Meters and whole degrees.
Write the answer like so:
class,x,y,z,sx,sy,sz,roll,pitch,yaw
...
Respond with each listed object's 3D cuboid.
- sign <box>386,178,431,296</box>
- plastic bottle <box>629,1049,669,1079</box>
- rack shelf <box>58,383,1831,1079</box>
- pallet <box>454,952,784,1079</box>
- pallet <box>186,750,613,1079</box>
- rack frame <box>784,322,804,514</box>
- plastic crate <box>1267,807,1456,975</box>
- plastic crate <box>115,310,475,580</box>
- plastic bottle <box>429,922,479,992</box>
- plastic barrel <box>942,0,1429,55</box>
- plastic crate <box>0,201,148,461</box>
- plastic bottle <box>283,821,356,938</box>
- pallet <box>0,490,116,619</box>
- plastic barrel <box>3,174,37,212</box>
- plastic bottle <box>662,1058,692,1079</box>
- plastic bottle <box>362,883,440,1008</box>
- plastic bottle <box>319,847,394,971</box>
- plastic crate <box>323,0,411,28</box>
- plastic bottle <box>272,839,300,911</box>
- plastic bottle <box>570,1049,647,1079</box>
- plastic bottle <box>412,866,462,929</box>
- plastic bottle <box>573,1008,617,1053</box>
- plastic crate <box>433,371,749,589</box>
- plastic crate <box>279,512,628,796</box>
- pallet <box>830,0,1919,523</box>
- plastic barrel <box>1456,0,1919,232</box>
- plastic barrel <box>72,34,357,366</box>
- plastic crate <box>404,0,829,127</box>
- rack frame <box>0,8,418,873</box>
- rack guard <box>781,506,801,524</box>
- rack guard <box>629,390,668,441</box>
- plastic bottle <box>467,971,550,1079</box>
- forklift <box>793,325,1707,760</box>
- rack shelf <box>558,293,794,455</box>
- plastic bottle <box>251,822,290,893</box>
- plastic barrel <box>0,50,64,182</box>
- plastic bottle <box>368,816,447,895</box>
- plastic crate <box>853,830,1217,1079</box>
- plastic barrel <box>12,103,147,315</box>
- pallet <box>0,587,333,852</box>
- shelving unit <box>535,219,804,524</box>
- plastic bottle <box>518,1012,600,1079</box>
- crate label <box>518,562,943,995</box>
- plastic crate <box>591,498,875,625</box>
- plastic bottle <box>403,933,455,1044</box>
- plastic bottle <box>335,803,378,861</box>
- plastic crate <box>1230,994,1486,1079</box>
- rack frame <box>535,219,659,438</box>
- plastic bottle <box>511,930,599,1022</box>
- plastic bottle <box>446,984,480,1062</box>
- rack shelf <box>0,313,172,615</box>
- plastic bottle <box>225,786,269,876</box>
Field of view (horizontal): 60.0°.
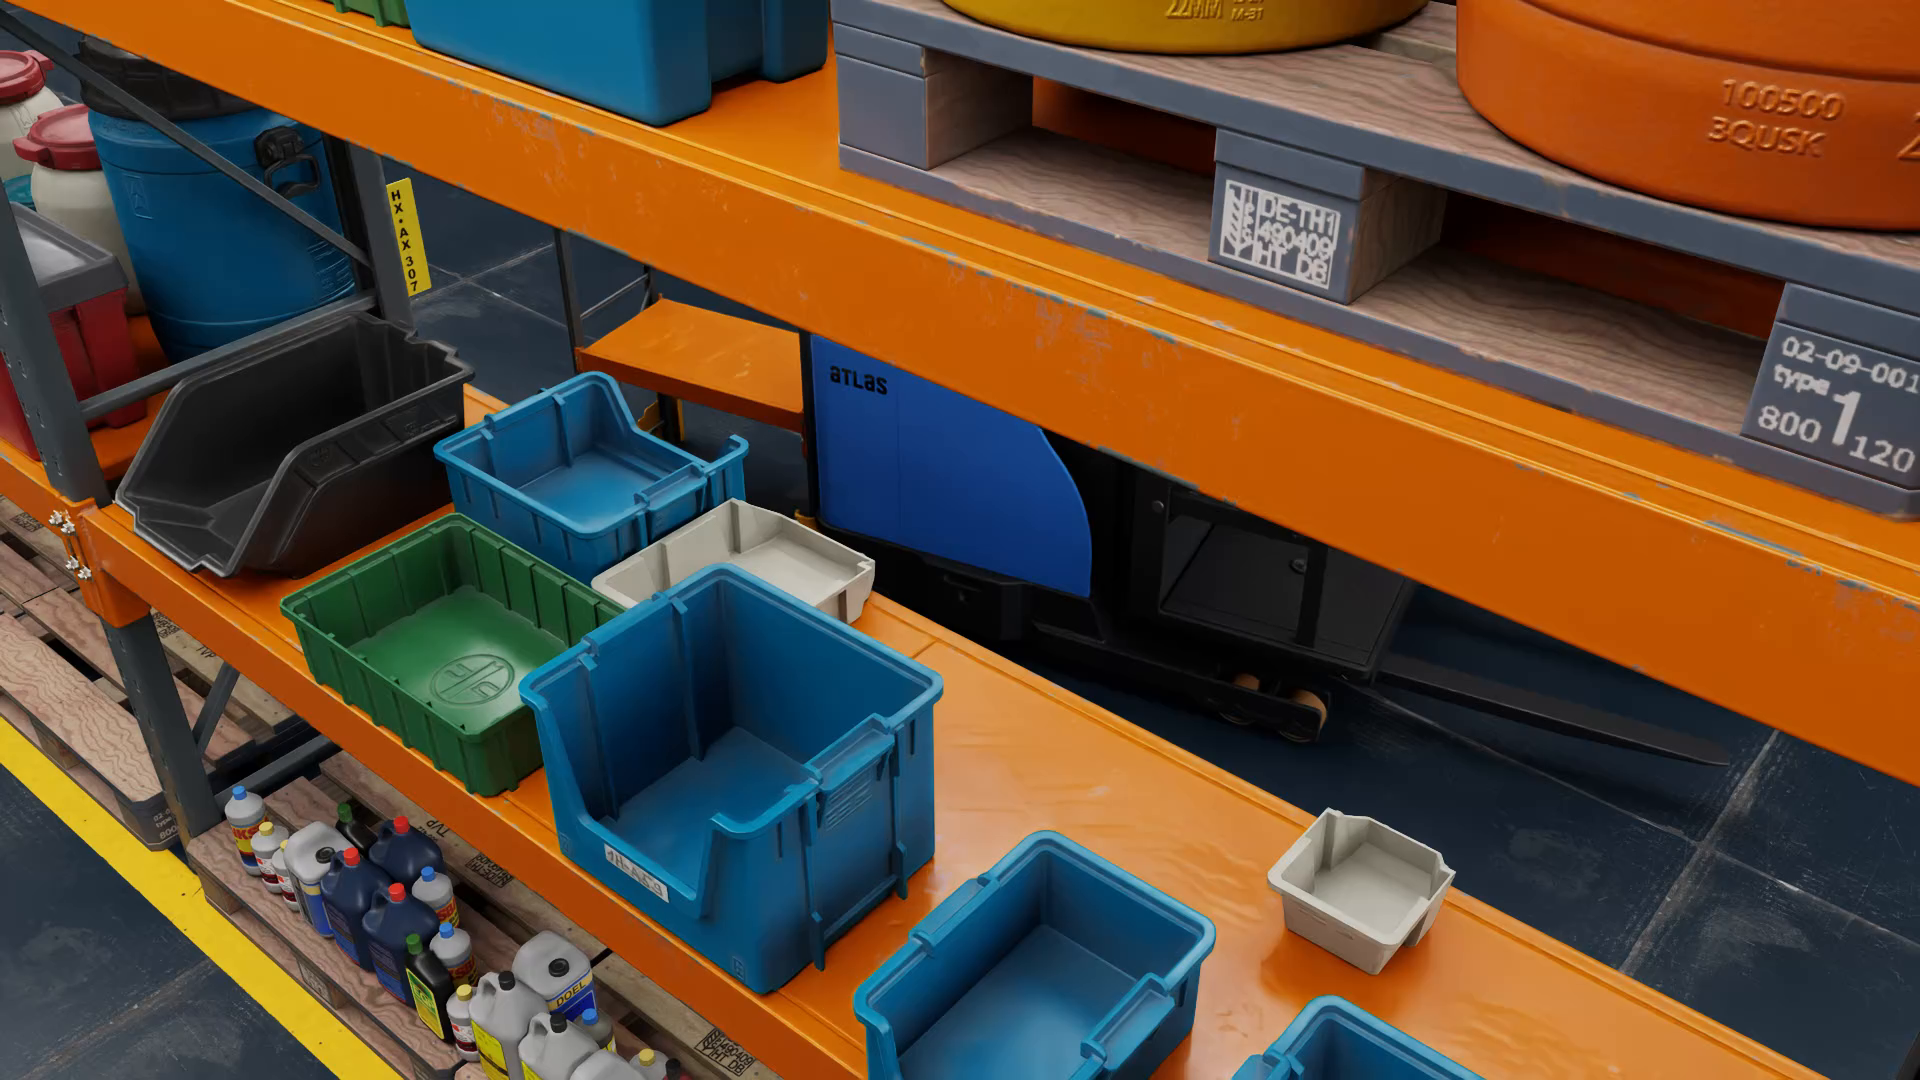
class,x,y,z,sx,sy,sz,roll,pitch,yaw
sign,-1.520,-0.824,4.555,0.005,0.325,0.100,25,42,32
plastic bottle,-0.716,1.258,3.852,0.097,0.201,0.097,0,34,0
rack shelf,-0.343,0.547,3.440,4.000,0.370,1.077,25,42,32
pallet,-0.449,1.378,4.056,1.213,0.211,1.003,25,42,32
pallet,-1.391,0.937,4.700,1.213,0.211,1.003,25,42,32
rack frame,-0.462,-0.650,5.872,0.032,1.500,0.500,16,38,22
plastic crate,0.712,0.619,2.932,0.250,0.136,0.298,25,42,32
plastic crate,-1.560,-0.204,3.952,0.504,0.338,0.767,25,42,32
plastic bottle,-1.244,1.047,4.097,0.097,0.271,0.097,0,34,0
plastic barrel,0.236,-0.870,1.681,0.600,0.588,0.600,0,34,0
plastic crate,-2.448,-0.543,4.334,0.583,0.464,0.402,25,42,32
plastic bottle,-1.650,0.878,4.338,0.135,0.276,0.152,27,43,33
pallet,-3.451,-0.034,6.113,1.213,0.211,1.003,25,42,32
plastic barrel,-2.800,-0.963,5.125,0.301,0.262,0.301,0,34,0
plastic bottle,-0.607,1.289,3.735,0.133,0.283,0.061,25,42,32
plastic bottle,-1.381,0.978,4.128,0.185,0.351,0.144,23,41,30
plastic bottle,-1.526,0.909,4.228,0.185,0.351,0.144,26,42,33
plastic crate,-0.842,-0.933,2.497,0.450,0.188,0.336,25,42,32
plastic bottle,-1.760,0.878,4.406,0.097,0.201,0.097,0,34,0
plastic bottle,-0.781,1.288,3.742,0.135,0.276,0.152,24,41,31
plastic bottle,-1.337,0.942,4.250,0.097,0.271,0.097,0,34,0
plastic bottle,-0.867,1.192,3.948,0.097,0.201,0.097,0,34,0
plastic crate,-0.856,-0.130,3.921,0.616,0.251,0.499,25,42,32
plastic crate,-1.018,0.228,3.456,0.662,0.188,0.450,25,42,32
pallet,0.620,-0.526,1.884,1.213,0.211,1.003,25,42,32
plastic barrel,0.739,-0.733,1.267,0.708,0.830,0.600,25,42,32
plastic barrel,-1.984,-0.953,4.545,0.708,0.901,0.600,25,42,32
plastic crate,-0.465,-0.815,2.152,0.575,0.384,0.392,25,42,32
rack frame,-1.881,-0.474,4.291,0.127,3.000,1.000,25,42,32
rack guard,-0.480,-0.140,6.233,0.087,0.250,0.587,16,38,22
rack guard,-1.367,-0.396,6.606,0.087,0.250,0.587,16,38,22
plastic bottle,-1.054,1.132,3.904,0.185,0.351,0.144,25,42,31
forklift,0.990,-0.924,5.007,3.031,2.935,1.130,16,37,21
rack shelf,-0.915,-0.633,6.164,1.000,0.185,0.538,16,38,22
plastic bottle,-1.838,0.841,4.459,0.097,0.201,0.097,0,34,0
plastic barrel,-3.039,-1.238,5.283,0.433,0.535,0.433,0,34,0
plastic bottle,-1.433,0.847,4.319,0.185,0.351,0.144,25,42,32
plastic crate,0.122,0.747,2.644,0.408,0.251,0.499,25,42,32
plastic barrel,-2.475,-0.972,4.896,0.433,0.535,0.433,0,34,0
pallet,-2.509,0.408,5.470,1.213,0.211,1.003,25,42,32
shelving unit,-0.923,-0.783,6.066,1.083,1.500,0.587,16,38,22
plastic bottle,-0.911,1.199,3.806,0.185,0.351,0.144,27,43,34
crate label,-0.394,0.411,2.971,0.616,0.435,0.502,25,42,32
plastic crate,-0.471,0.112,3.670,0.437,0.136,0.530,25,42,32
plastic bottle,-1.280,1.083,4.034,0.133,0.283,0.061,27,43,34
plastic bottle,-1.582,0.829,4.404,0.133,0.283,0.061,25,42,32
plastic crate,0.617,0.985,2.298,0.616,0.251,0.499,25,42,32
rack frame,-1.368,-0.912,6.253,0.032,1.500,0.500,16,38,22
plastic bottle,-0.978,1.089,4.032,0.135,0.276,0.152,25,42,32
plastic bottle,-1.178,1.152,4.006,0.097,0.201,0.097,0,34,0
rack shelf,-3.418,-0.902,5.549,4.000,0.370,1.077,25,42,32
plastic bottle,-1.916,0.775,4.493,0.097,0.271,0.097,0,34,0
